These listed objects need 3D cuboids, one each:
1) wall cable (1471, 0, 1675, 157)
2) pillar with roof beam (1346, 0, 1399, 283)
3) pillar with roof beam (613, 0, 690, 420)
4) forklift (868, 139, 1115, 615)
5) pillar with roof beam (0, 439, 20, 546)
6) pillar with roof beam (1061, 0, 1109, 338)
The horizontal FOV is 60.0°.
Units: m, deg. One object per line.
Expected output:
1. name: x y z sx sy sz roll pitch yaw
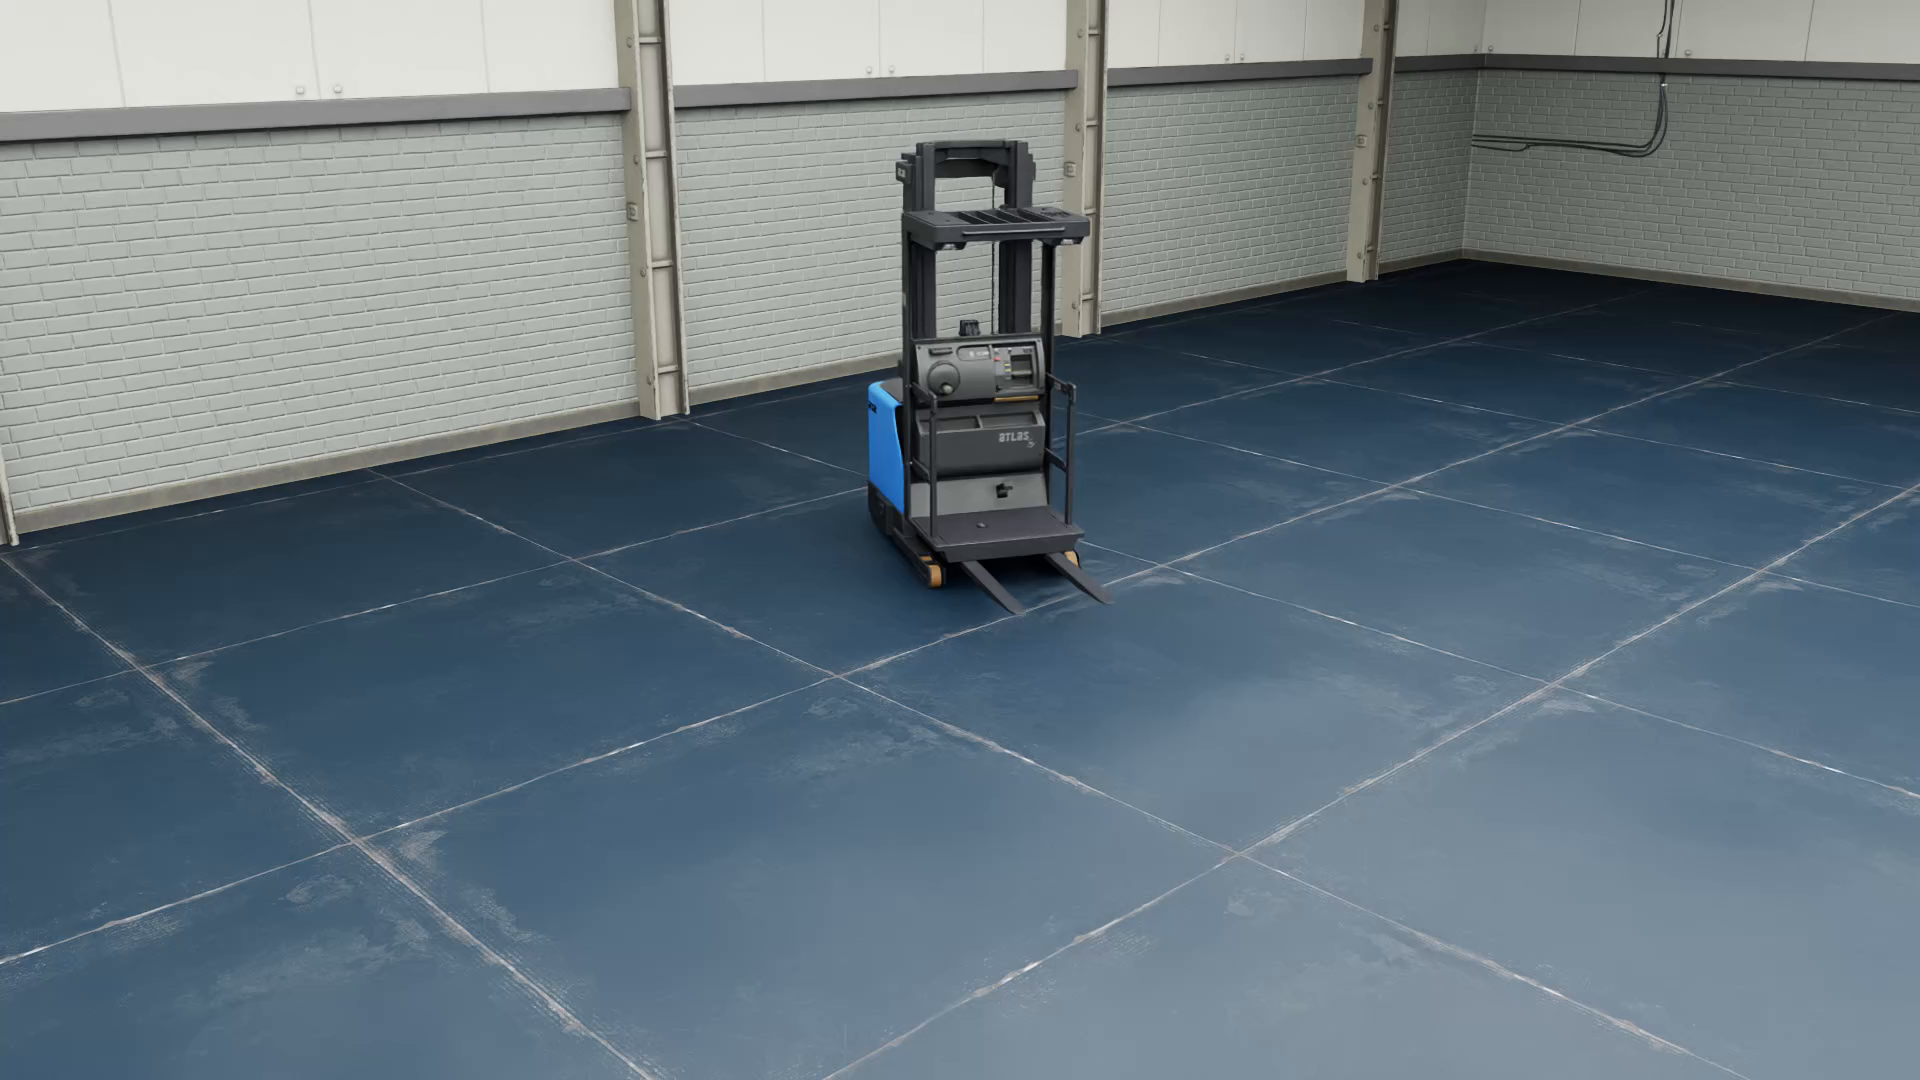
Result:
1. wall cable: 8.873 -6.908 24.234 0.112 2.526 3.097 -16 24 -41
2. pillar with roof beam: 8.781 -7.092 19.768 0.400 9.000 9.100 -16 24 -41
3. pillar with roof beam: 0.062 -4.549 11.925 0.400 9.000 9.100 -16 24 -41
4. forklift: 0.210 -1.198 11.427 1.130 2.935 3.031 -6 19 -17
5. pillar with roof beam: -4.298 -3.278 8.004 0.400 9.000 9.100 -16 24 -41
6. pillar with roof beam: 4.422 -5.821 15.847 0.400 9.000 9.100 -16 24 -41
